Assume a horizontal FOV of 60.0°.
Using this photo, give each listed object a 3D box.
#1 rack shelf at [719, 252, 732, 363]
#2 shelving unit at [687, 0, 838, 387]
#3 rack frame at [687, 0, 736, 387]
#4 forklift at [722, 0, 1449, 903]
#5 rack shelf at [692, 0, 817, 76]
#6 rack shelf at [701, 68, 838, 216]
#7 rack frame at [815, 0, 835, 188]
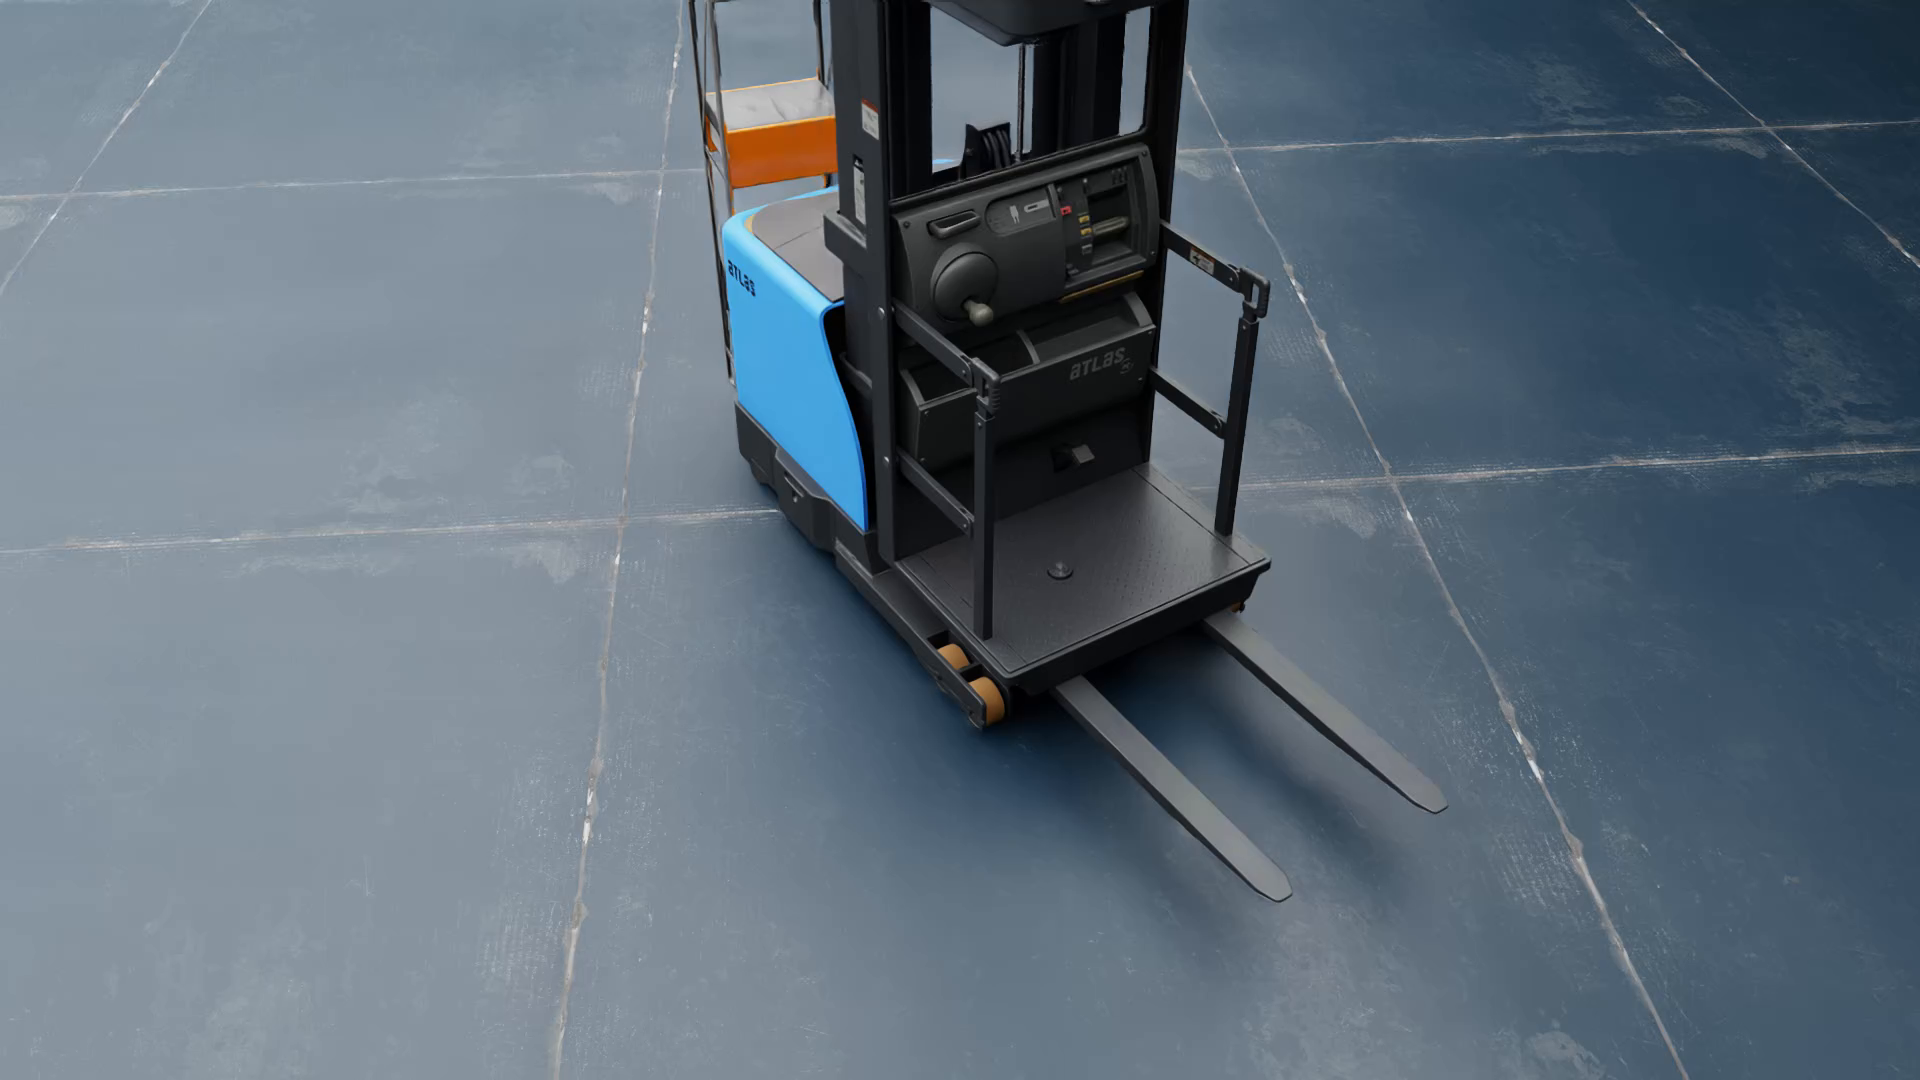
[{"bbox_3d":[-0.697,-0.911,6.851,0.480,0.518,0.431,-13,38,-16],"label":"rack shelf"},{"bbox_3d":[-0.703,-1.483,6.424,0.503,2.100,0.431,-13,38,-16],"label":"shelving unit"},{"bbox_3d":[-0.932,-1.431,6.358,0.015,2.100,0.400,-13,38,-16],"label":"rack frame"},{"bbox_3d":[0.343,-0.870,4.986,1.130,2.935,3.031,-22,43,-25],"label":"forklift"},{"bbox_3d":[-0.710,-2.033,6.014,0.480,0.518,0.431,-13,38,-16],"label":"rack shelf"},{"bbox_3d":[-0.703,-1.472,6.432,0.480,0.518,0.431,-13,38,-16],"label":"rack shelf"},{"bbox_3d":[-0.474,-1.535,6.491,0.015,2.100,0.400,-13,38,-16],"label":"rack frame"}]
